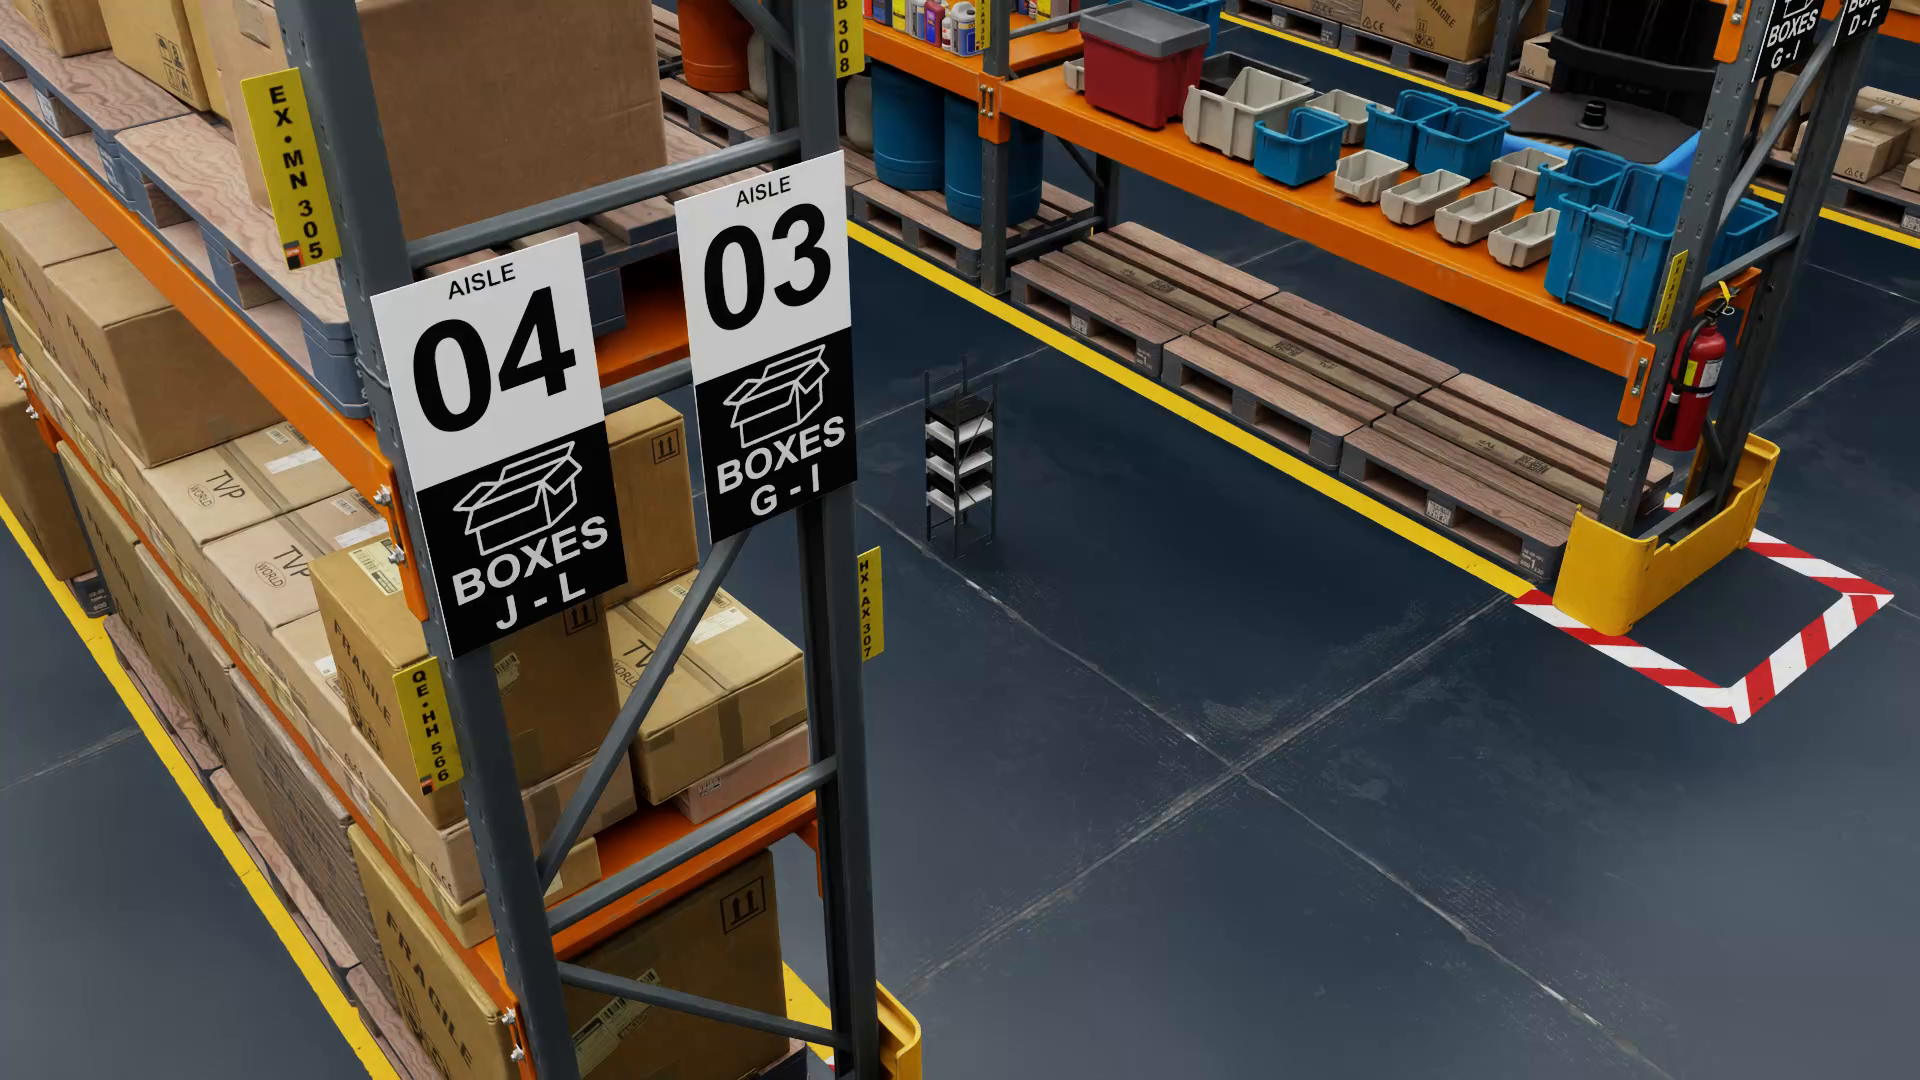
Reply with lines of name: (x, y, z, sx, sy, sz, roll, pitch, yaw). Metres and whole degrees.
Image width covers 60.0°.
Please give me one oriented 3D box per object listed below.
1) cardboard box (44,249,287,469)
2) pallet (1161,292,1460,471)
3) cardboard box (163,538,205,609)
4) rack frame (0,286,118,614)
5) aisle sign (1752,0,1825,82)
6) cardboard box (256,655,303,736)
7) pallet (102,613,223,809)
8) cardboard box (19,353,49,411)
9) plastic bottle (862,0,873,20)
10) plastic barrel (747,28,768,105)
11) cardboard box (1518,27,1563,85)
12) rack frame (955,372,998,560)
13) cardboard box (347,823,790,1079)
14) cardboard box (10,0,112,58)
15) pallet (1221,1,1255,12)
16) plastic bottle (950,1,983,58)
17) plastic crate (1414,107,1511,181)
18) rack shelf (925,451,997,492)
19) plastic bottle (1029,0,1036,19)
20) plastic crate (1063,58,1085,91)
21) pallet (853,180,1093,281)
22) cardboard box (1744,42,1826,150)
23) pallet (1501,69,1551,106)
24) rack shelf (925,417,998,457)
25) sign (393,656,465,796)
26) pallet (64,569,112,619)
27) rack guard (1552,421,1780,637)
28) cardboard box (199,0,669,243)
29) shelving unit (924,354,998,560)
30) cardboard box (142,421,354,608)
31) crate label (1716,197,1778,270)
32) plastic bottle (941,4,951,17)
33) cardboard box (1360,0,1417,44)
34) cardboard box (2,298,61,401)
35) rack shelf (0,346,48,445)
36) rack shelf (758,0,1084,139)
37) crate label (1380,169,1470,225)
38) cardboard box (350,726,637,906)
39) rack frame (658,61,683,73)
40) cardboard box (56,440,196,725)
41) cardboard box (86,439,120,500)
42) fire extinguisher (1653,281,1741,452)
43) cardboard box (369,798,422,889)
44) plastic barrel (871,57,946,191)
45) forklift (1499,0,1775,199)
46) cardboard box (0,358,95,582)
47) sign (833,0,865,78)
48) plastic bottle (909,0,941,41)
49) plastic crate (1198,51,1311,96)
cardboard box: (-2.476, -0.621, 5.255, 0.500, 0.500, 0.500, -28, 44, -33)
pallet: (1.838, -0.870, 8.796, 1.003, 0.211, 1.213, -26, 43, -32)
cardboard box: (-2.297, 0.035, 5.323, 0.380, 0.149, 0.250, -27, 44, -33)
rack frame: (-3.241, -1.010, 6.581, 1.000, 3.000, 0.127, -26, 43, -32)
aisle sign: (2.946, -2.011, 5.745, 0.394, 0.787, 0.004, -26, 43, -32)
cardboard box: (-1.801, 0.374, 4.844, 0.380, 0.149, 0.250, -27, 43, -33)
pallet: (-2.810, 0.493, 6.871, 1.003, 0.211, 1.213, -26, 43, -32)
cardboard box: (-3.304, -0.653, 6.294, 0.380, 0.149, 0.250, -26, 43, -32)
plastic bottle: (-0.520, -3.244, 9.842, 0.152, 0.276, 0.135, -26, 43, -32)
plastic barrel: (-1.278, -3.354, 11.679, 0.421, 0.512, 0.421, 0, 35, 0)
cardboard box: (4.434, -3.519, 12.070, 0.500, 0.311, 0.500, -26, 43, -32)
rack frame: (0.071, -0.319, 7.421, 0.240, 0.900, 0.006, -26, 43, -32)
cardboard box: (-1.134, 1.199, 4.937, 0.875, 0.875, 0.875, -26, 43, -32)
cardboard box: (-2.118, -1.641, 4.340, 0.700, 0.500, 0.500, -24, 42, -30)
pallet: (2.200, -4.987, 14.609, 1.003, 0.211, 1.213, -26, 43, -32)
plastic bottle: (0.041, -2.860, 9.300, 0.152, 0.276, 0.135, -26, 43, -32)
plastic crate: (2.366, -1.860, 7.875, 0.416, 0.233, 0.300, -26, 43, -32)
rack shelf: (0.005, -0.336, 7.504, 0.258, 0.077, 0.200, -26, 43, -32)
plastic bottle: (0.457, -3.200, 9.845, 0.097, 0.201, 0.097, 0, 35, 0)
plastic crate: (0.734, -2.515, 8.882, 0.396, 0.136, 0.243, -26, 43, -32)
pallet: (0.076, -2.075, 10.498, 1.003, 0.211, 1.213, -26, 43, -32)
cardboard box: (5.545, -3.036, 11.221, 0.797, 0.503, 0.637, -26, 43, -32)
pallet: (4.771, -3.261, 12.173, 1.003, 0.211, 1.213, -26, 43, -32)
rack shelf: (0.005, -0.483, 7.400, 0.258, 0.077, 0.200, -26, 43, -32)
sign: (-1.083, 0.383, 3.407, 0.100, 0.325, 0.005, -26, 43, -32)
pallet: (-3.797, -0.185, 7.828, 1.003, 0.211, 1.213, -26, 43, -32)
rack guard: (3.149, -0.065, 7.410, 1.175, 0.500, 0.348, -26, 43, -32)
cardboard box: (-1.036, -0.931, 3.337, 0.700, 0.500, 0.500, -29, 44, -34)
shelving unit: (0.005, -0.364, 7.485, 0.258, 0.900, 0.210, -26, 43, -32)
cardboard box: (-2.170, -0.096, 5.163, 0.500, 0.250, 0.500, -26, 43, -32)
crate label: (3.216, -1.279, 7.054, 0.416, 0.233, 0.303, -26, 43, -32)
plastic bottle: (-0.094, -2.952, 9.495, 0.097, 0.201, 0.097, 0, 35, 0)
cardboard box: (3.479, -4.195, 12.860, 0.500, 0.500, 0.500, -26, 43, -32)
cardboard box: (-3.138, -0.765, 6.107, 0.500, 0.250, 0.500, -27, 43, -33)
rack shelf: (-4.532, -1.599, 8.035, 1.077, 0.370, 4.000, -26, 43, -32)
rack shelf: (-0.748, -3.447, 10.644, 1.077, 0.370, 4.000, -26, 43, -32)
crate label: (2.085, -1.548, 7.516, 0.396, 0.136, 0.243, -26, 43, -32)
cardboard box: (-1.175, 0.581, 4.207, 0.500, 0.250, 0.500, -27, 43, -32)
rack frame: (-2.039, -4.623, 11.683, 1.000, 3.000, 0.127, -26, 43, -32)
cardboard box: (-2.876, 0.007, 6.620, 0.875, 0.875, 0.875, -26, 43, -32)
cardboard box: (-2.793, -0.305, 5.803, 0.380, 0.149, 0.250, -27, 44, -33)
fire extinguisher: (2.874, -0.671, 6.492, 0.296, 0.674, 0.183, -26, 43, -32)
cardboard box: (-1.310, 0.710, 4.369, 0.380, 0.149, 0.250, -26, 43, -31)
plastic barrel: (-0.253, -2.731, 10.464, 0.600, 0.901, 0.708, -26, 43, -32)
forklift: (4.135, -3.037, 9.502, 1.130, 2.935, 3.031, 26, 43, 31)
cardboard box: (-3.669, -0.589, 7.462, 1.225, 0.875, 0.875, -26, 43, -32)
sign: (-0.232, -1.061, 3.233, 0.100, 0.325, 0.005, -26, 43, -32)
plastic bottle: (-0.195, -3.021, 9.528, 0.152, 0.276, 0.135, -26, 43, -32)
plastic crate: (1.470, -2.375, 8.695, 0.437, 0.125, 0.590, -26, 43, -32)
